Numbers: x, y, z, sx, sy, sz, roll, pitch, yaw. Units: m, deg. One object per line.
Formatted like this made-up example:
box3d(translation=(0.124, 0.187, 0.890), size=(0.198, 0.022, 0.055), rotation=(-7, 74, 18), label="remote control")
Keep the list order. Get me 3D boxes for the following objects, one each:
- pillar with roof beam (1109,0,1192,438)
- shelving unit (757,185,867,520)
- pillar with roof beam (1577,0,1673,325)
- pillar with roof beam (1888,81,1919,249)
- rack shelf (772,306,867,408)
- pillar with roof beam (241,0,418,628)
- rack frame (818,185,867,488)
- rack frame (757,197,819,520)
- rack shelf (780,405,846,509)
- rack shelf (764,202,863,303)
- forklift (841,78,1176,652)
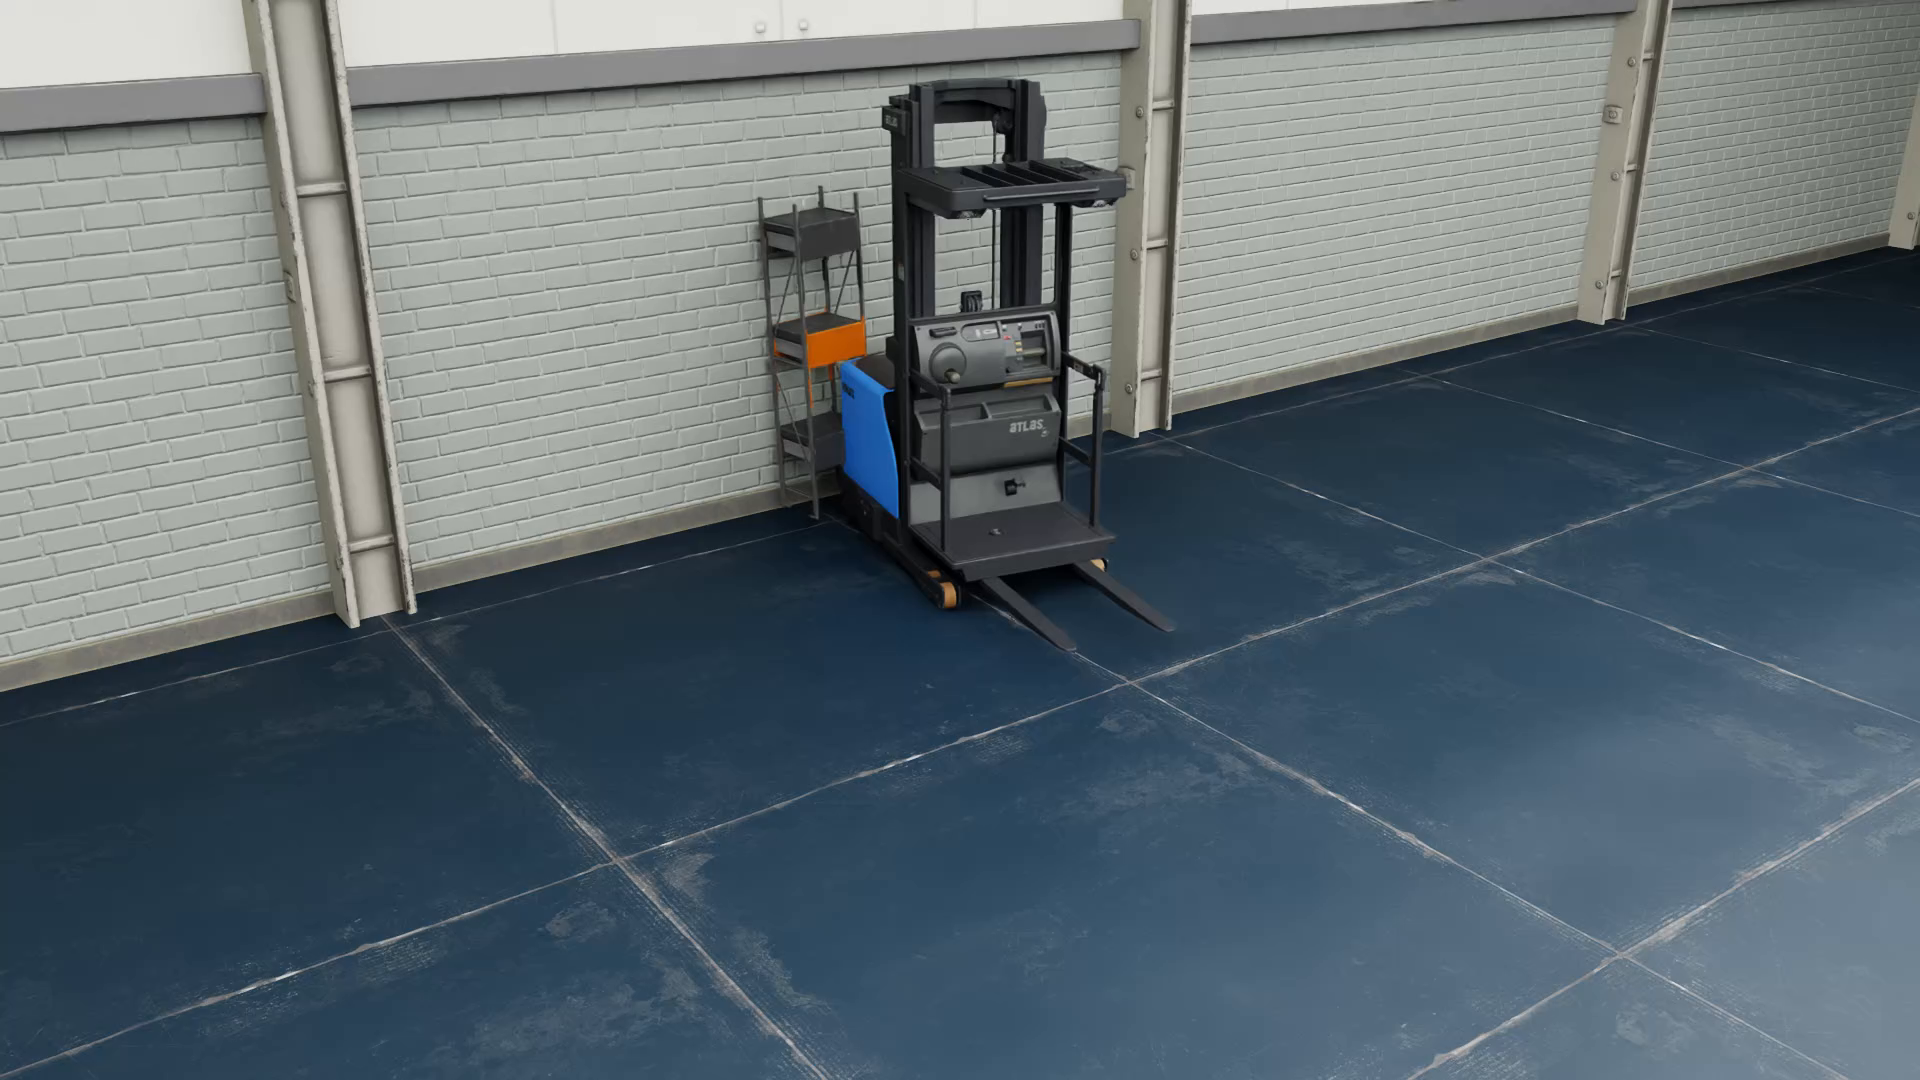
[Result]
box3d(translation=(3.930, -3.761, 8.180), size=(0.400, 9.000, 9.100), rotation=(-15, 26, -33), label="pillar with roof beam")
box3d(translation=(-0.934, -1.227, 10.985), size=(0.503, 2.100, 0.431), rotation=(-21, 29, -38), label="shelving unit")
box3d(translation=(8.801, -5.060, 11.435), size=(0.400, 9.000, 9.100), rotation=(-15, 26, -33), label="pillar with roof beam")
box3d(translation=(13.671, -6.358, 14.689), size=(0.400, 9.000, 9.100), rotation=(-15, 26, -33), label="pillar with roof beam")
box3d(translation=(-0.934, -1.215, 10.990), size=(0.480, 0.518, 0.431), rotation=(-21, 29, -38), label="rack shelf")
box3d(translation=(-0.940, -2.462, 4.925), size=(0.400, 9.000, 9.100), rotation=(-15, 26, -33), label="pillar with roof beam")
box3d(translation=(-0.754, -1.295, 11.135), size=(0.015, 2.100, 0.400), rotation=(-21, 29, -38), label="rack frame")
box3d(translation=(-1.115, -1.159, 10.836), size=(0.015, 2.100, 0.400), rotation=(-21, 29, -38), label="rack frame")
box3d(translation=(-0.911, -0.568, 11.257), size=(0.480, 0.518, 0.431), rotation=(-21, 29, -38), label="rack shelf")
box3d(translation=(-0.957, -1.862, 10.724), size=(0.480, 0.518, 0.431), rotation=(-21, 29, -38), label="rack shelf")
box3d(translation=(0.258, -1.129, 9.772), size=(1.130, 2.935, 3.031), rotation=(-9, 24, -22), label="forklift")
